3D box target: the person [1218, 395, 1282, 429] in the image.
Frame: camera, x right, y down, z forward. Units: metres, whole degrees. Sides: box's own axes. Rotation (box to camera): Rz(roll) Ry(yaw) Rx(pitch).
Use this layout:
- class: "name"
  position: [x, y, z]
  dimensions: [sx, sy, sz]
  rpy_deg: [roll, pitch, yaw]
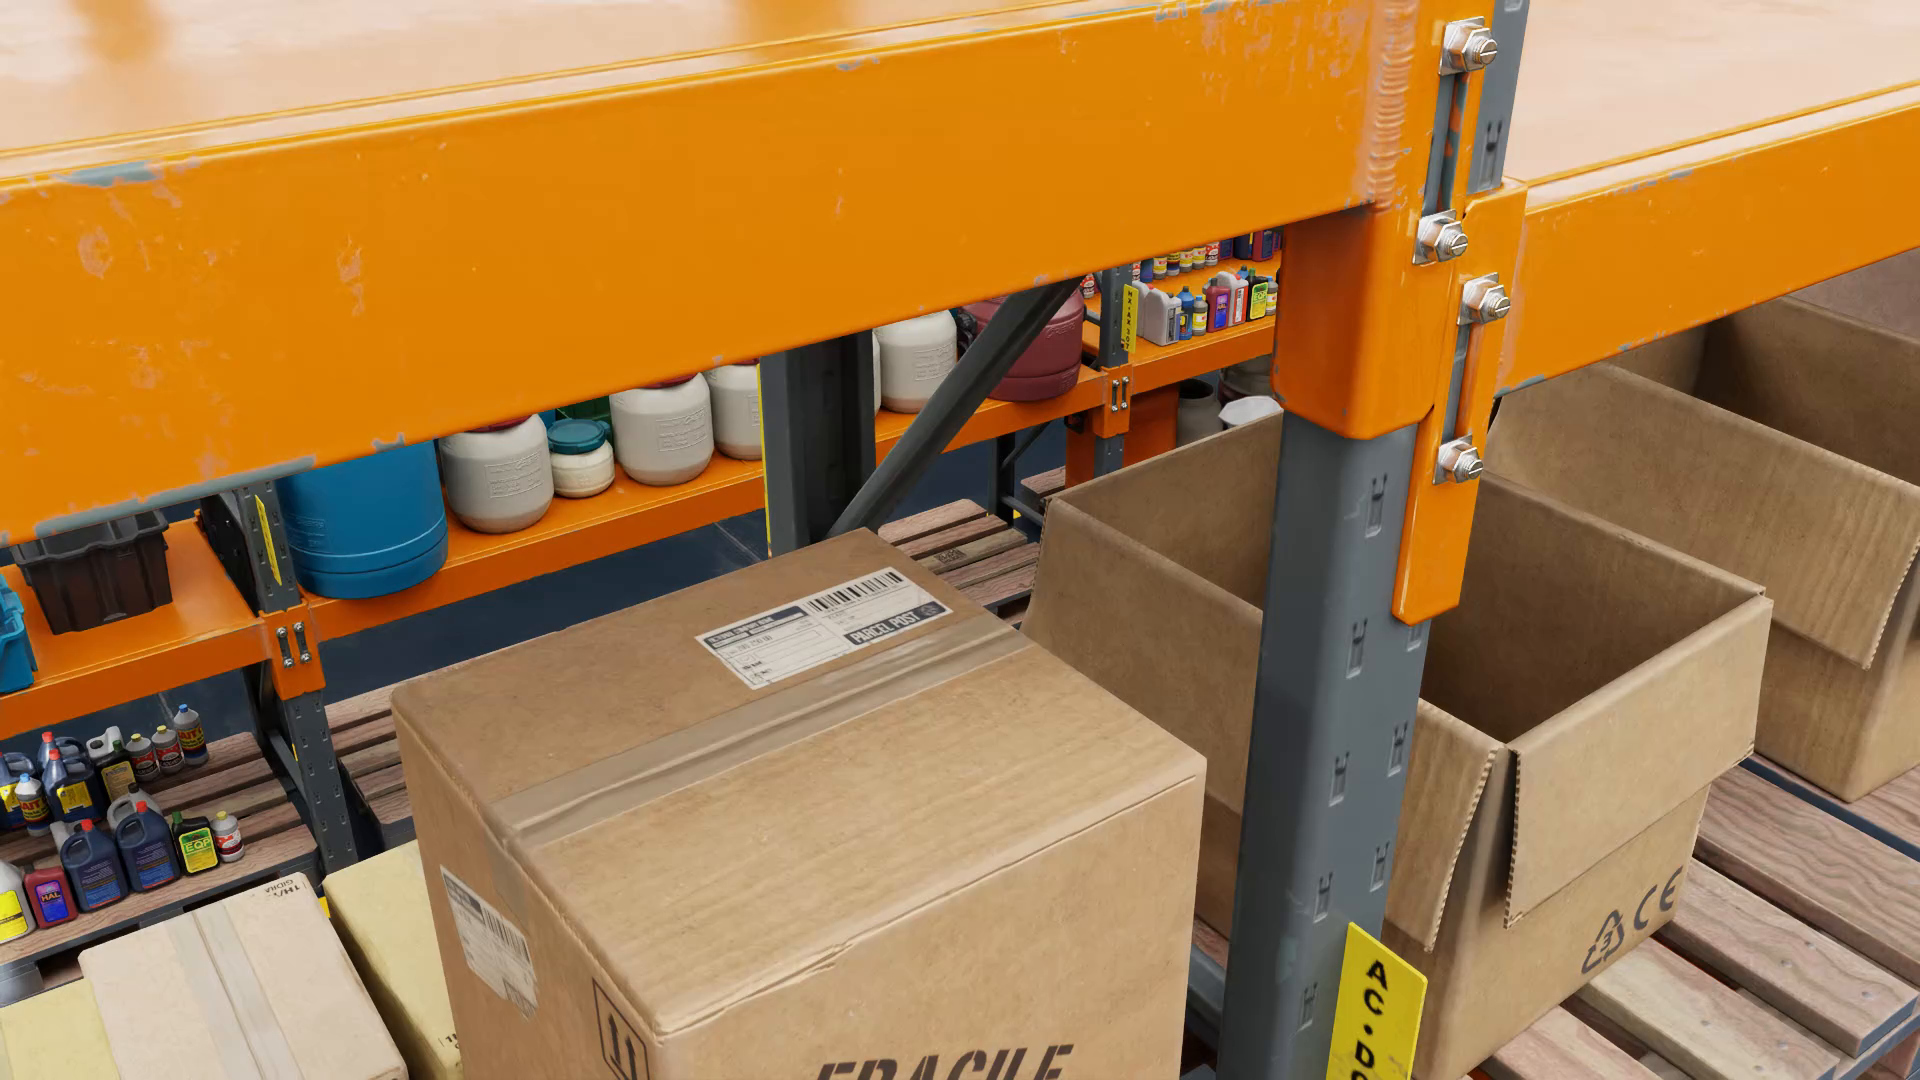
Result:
- class: "person"
  position: [1.196, 0.192, 7.274]
  dimensions: [0.398, 1.660, 0.531]
  rpy_deg: [-21, 35, -33]
